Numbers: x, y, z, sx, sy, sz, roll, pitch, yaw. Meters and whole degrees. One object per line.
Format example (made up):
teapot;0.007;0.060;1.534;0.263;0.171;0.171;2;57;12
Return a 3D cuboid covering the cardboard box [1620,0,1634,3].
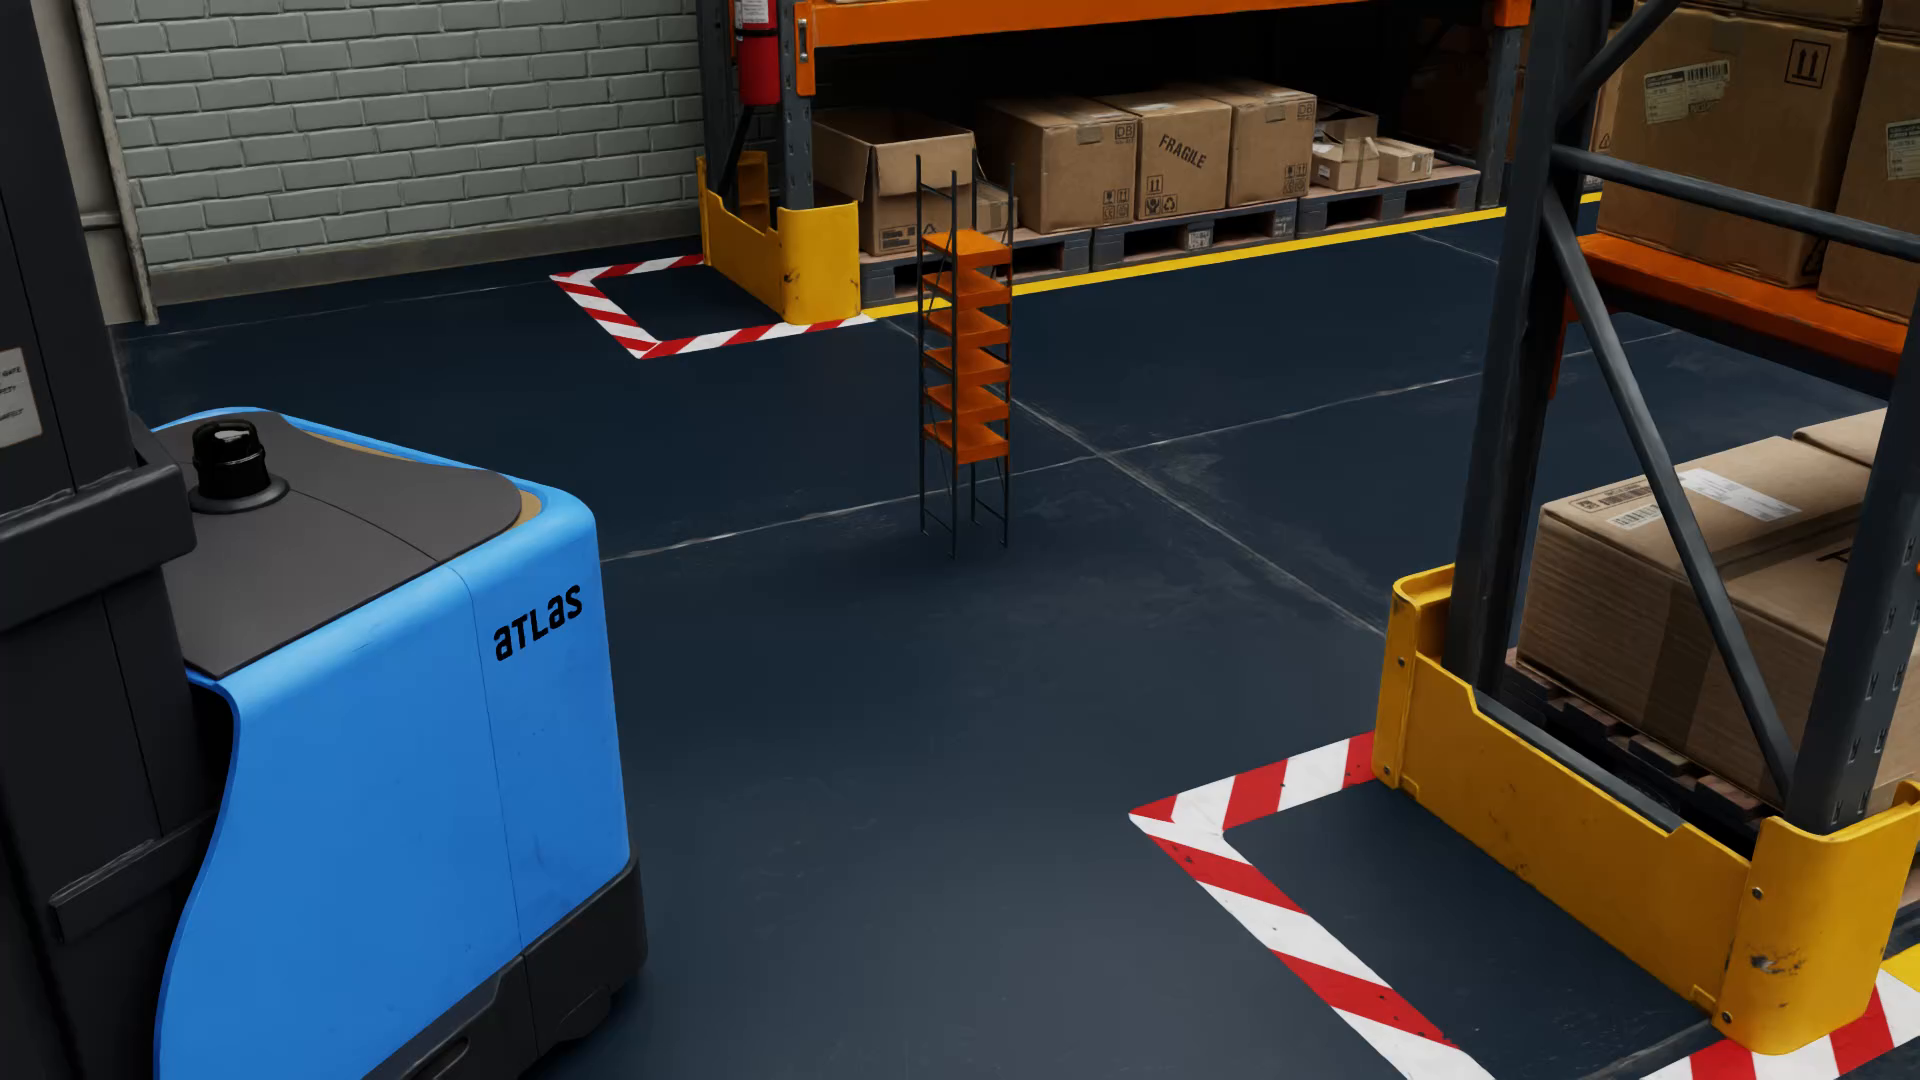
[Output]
cardboard box;4.171;-3.185;10.072;0.265;0.149;0.390;-13;29;-25

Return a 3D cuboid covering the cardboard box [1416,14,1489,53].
cardboard box;2.811;-2.865;9.406;0.250;0.149;0.380;-14;29;-27

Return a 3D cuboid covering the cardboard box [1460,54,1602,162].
cardboard box;3.155;-2.400;9.187;0.500;0.500;0.500;-12;28;-23

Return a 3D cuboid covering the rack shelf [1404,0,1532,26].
rack shelf;4.387;-3.408;9.715;4.000;0.370;1.077;-13;29;-25

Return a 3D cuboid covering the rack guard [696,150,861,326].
rack guard;-0.840;-1.399;7.587;0.348;0.500;1.175;-13;29;-25

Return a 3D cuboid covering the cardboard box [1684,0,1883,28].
cardboard box;1.745;-1.301;3.223;0.500;0.500;0.500;-12;28;-23

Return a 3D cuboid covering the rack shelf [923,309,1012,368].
rack shelf;0.013;-0.612;4.964;0.180;0.103;0.258;-13;29;-25

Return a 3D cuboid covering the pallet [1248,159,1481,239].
pallet;2.016;-1.929;9.024;1.213;0.211;1.003;-13;29;-25

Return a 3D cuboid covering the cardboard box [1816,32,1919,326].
cardboard box;1.990;-0.649;3.021;0.500;0.500;0.500;-13;29;-25

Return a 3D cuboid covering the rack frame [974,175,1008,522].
rack frame;0.093;-0.563;5.036;0.002;1.046;0.228;-13;29;-25

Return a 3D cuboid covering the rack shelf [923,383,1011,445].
rack shelf;0.013;-0.396;5.068;0.180;0.103;0.258;-13;29;-25

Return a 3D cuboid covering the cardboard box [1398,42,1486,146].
cardboard box;2.916;-2.601;9.604;0.500;0.500;0.500;-13;29;-25

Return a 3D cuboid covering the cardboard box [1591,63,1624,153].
cardboard box;3.620;-2.513;9.421;0.500;0.500;0.500;-13;29;-26

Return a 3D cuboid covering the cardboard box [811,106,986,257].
cardboard box;-0.323;-1.663;7.647;0.637;0.503;0.797;-14;29;-27

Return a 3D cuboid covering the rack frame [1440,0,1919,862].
rack frame;1.432;-0.616;3.067;0.127;3.000;1.000;-13;29;-25

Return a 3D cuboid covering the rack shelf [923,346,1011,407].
rack shelf;0.013;-0.504;5.016;0.180;0.103;0.258;-13;29;-25

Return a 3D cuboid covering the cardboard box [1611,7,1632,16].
cardboard box;3.733;-3.072;9.835;0.250;0.149;0.380;-12;28;-24

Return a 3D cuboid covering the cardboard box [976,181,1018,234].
cardboard box;0.070;-1.575;7.873;0.250;0.149;0.380;-14;29;-27

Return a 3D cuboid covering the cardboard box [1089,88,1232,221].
cardboard box;0.963;-1.890;8.124;0.500;0.500;0.500;-12;28;-24

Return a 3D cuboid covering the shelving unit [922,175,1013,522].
shelving unit;0.014;-0.544;4.997;0.183;1.046;0.258;-13;29;-25

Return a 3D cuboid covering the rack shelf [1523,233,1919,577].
rack shelf;3.196;-0.699;4.071;4.000;0.370;1.077;-13;29;-25

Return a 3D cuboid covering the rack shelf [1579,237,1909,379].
rack shelf;4.405;-1.986;1.057;3.910;4.714;5.869;-13;29;-25

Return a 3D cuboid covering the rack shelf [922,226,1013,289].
rack shelf;0.013;-0.828;4.860;0.180;0.103;0.258;-13;29;-25

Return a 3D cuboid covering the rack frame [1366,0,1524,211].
rack frame;2.622;-3.325;8.711;0.127;3.000;1.000;-13;29;-25

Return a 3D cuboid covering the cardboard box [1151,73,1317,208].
cardboard box;1.365;-2.032;8.420;0.500;0.500;0.700;-14;29;-27

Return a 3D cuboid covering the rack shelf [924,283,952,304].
rack shelf;0.013;-0.738;4.903;0.166;0.020;0.199;-13;29;-25

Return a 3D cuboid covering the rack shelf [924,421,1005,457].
rack shelf;0.013;-0.312;5.108;0.171;0.034;0.221;-13;29;-25

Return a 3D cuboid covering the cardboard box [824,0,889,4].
cardboard box;-0.488;-2.360;6.989;0.250;0.149;0.380;-13;29;-25

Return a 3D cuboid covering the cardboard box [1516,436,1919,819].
cardboard box;1.967;0.177;3.890;0.875;0.438;0.875;-14;29;-27

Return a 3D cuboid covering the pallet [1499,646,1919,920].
pallet;2.100;0.449;4.072;1.213;0.211;1.003;-13;29;-25

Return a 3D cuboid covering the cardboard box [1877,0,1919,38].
cardboard box;1.989;-1.101;2.806;0.500;0.500;0.500;-14;29;-26

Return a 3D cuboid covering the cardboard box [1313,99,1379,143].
cardboard box;1.928;-2.258;9.109;0.500;0.311;0.500;-12;28;-23
